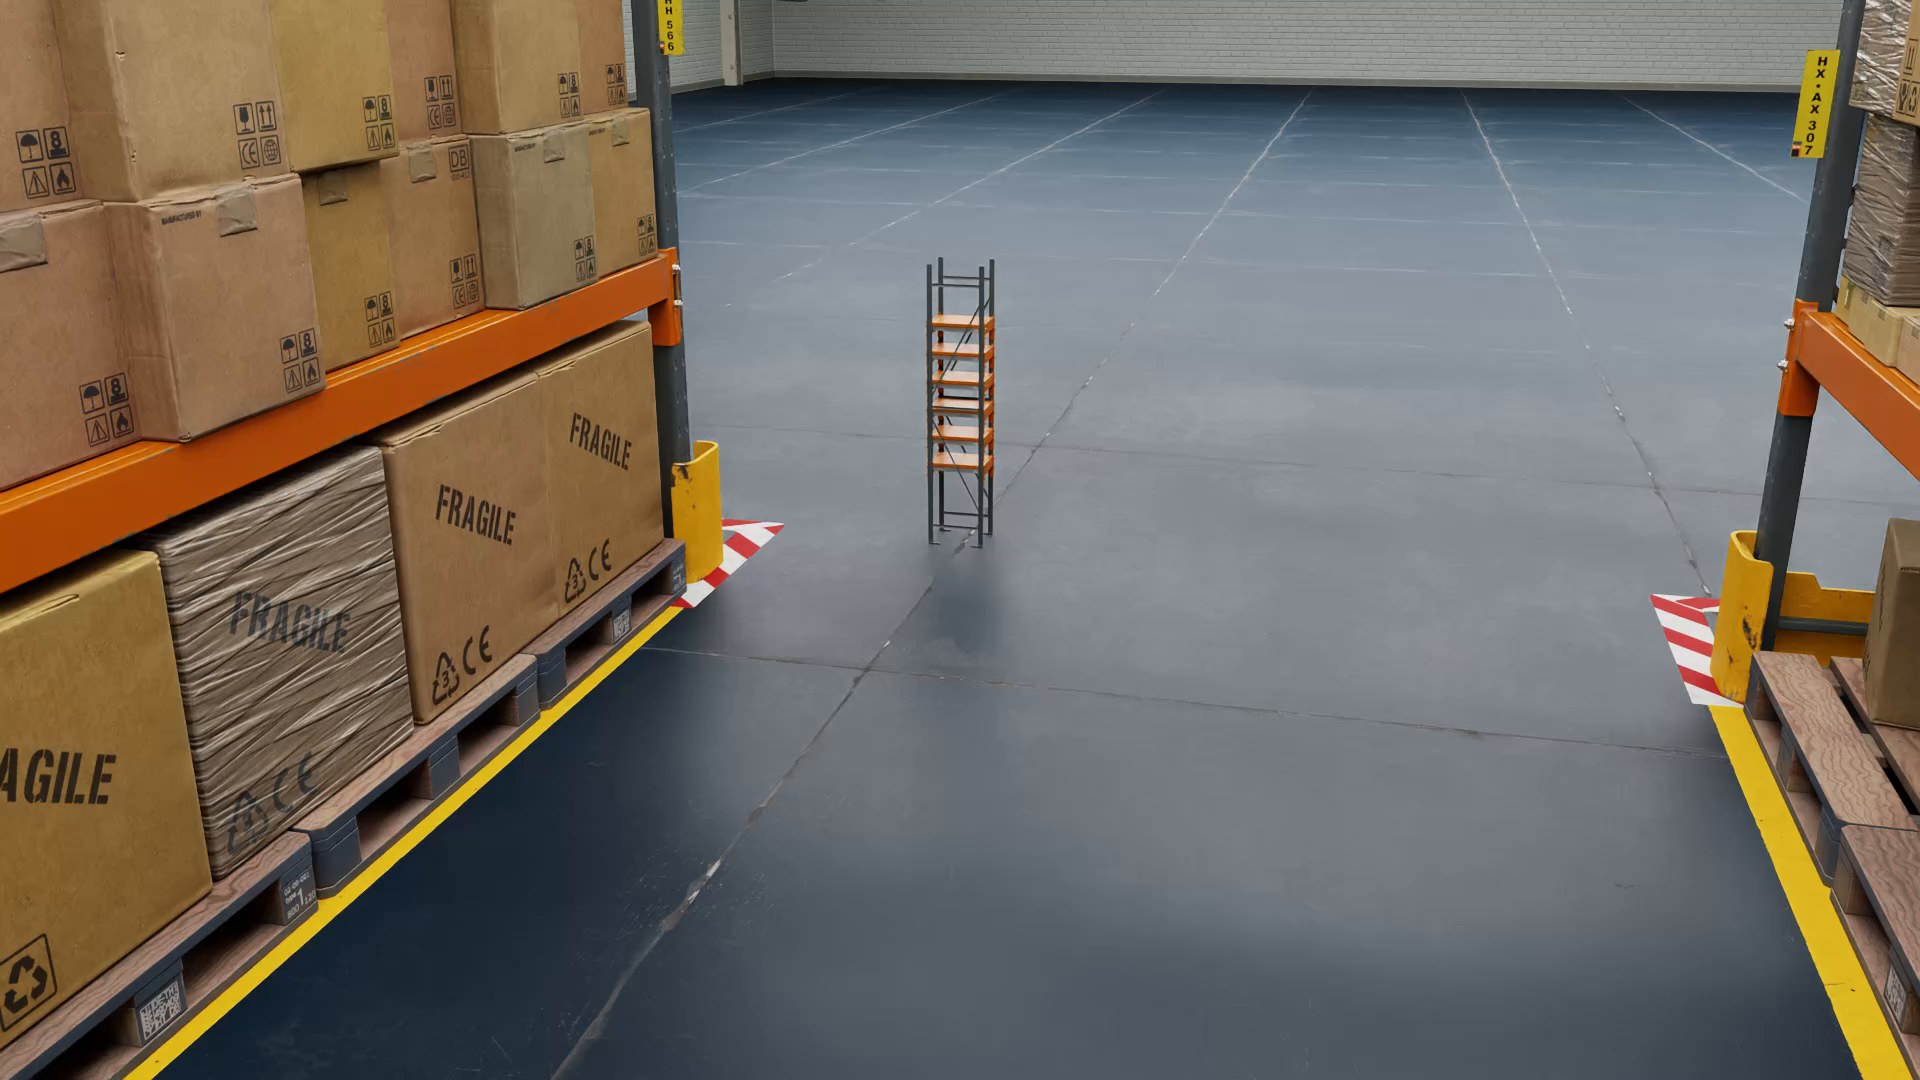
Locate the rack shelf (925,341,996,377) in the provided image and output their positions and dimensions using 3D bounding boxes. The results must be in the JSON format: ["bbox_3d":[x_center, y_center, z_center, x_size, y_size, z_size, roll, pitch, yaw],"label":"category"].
[{"bbox_3d":[0.004,-0.757,6.944,0.258,0.103,0.180,5,19,13],"label":"rack shelf"}]

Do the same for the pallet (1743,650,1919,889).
[{"bbox_3d":[2.948,0.688,4.848,1.003,0.211,1.213,5,19,13],"label":"pallet"}]

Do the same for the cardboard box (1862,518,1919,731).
[{"bbox_3d":[3.030,0.271,4.971,0.500,0.500,0.500,9,21,23],"label":"cardboard box"}]

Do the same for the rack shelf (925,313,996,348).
[{"bbox_3d":[0.004,-0.871,6.905,0.258,0.103,0.180,5,19,13],"label":"rack shelf"}]

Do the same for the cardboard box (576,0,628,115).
[{"bbox_3d":[-1.714,-1.800,5.914,0.875,0.550,0.550,5,19,13],"label":"cardboard box"}]

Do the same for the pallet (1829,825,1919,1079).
[{"bbox_3d":[2.647,1.069,3.732,1.003,0.211,1.213,5,19,13],"label":"pallet"}]

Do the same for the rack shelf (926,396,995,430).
[{"bbox_3d":[0.004,-0.530,7.021,0.258,0.103,0.180,5,19,13],"label":"rack shelf"}]

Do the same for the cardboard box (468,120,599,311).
[{"bbox_3d":[-1.746,-1.108,5.559,0.875,0.550,0.550,5,19,13],"label":"cardboard box"}]

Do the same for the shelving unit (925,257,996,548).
[{"bbox_3d":[0.004,-0.572,7.007,0.258,1.200,0.189,5,19,13],"label":"shelving unit"}]

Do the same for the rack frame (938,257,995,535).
[{"bbox_3d":[0.026,-0.601,7.091,0.240,1.200,0.006,5,19,13],"label":"rack frame"}]

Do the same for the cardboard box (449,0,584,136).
[{"bbox_3d":[-1.759,-1.620,5.388,0.875,0.550,0.550,5,19,13],"label":"cardboard box"}]

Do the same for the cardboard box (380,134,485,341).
[{"bbox_3d":[-2.005,-0.942,5.074,0.875,0.550,0.550,5,19,13],"label":"cardboard box"}]

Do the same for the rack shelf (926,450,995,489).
[{"bbox_3d":[0.004,-0.303,7.099,0.258,0.103,0.180,5,19,13],"label":"rack shelf"}]

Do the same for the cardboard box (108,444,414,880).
[{"bbox_3d":[-2.125,0.255,4.438,0.875,0.875,0.875,5,19,14],"label":"cardboard box"}]

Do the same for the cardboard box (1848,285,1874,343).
[{"bbox_3d":[2.818,-0.641,4.814,0.380,0.149,0.250,5,19,13],"label":"cardboard box"}]

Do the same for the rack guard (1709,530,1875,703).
[{"bbox_3d":[3.180,0.299,5.539,1.175,0.500,0.348,5,19,13],"label":"rack guard"}]

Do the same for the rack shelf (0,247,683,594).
[{"bbox_3d":[-2.075,-0.364,4.725,1.077,0.370,4.000,5,19,13],"label":"rack shelf"}]

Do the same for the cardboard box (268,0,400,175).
[{"bbox_3d":[-2.031,-1.279,4.389,0.875,0.550,0.500,5,19,13],"label":"cardboard box"}]

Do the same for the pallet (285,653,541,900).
[{"bbox_3d":[-2.006,0.627,5.027,1.003,0.211,1.213,5,19,13],"label":"pallet"}]

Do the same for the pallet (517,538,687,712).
[{"bbox_3d":[-1.706,0.245,6.143,1.003,0.211,1.213,5,19,13],"label":"pallet"}]

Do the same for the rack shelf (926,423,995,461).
[{"bbox_3d":[0.004,-0.417,7.060,0.258,0.103,0.180,5,19,13],"label":"rack shelf"}]

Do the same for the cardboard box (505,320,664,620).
[{"bbox_3d":[-1.688,-0.307,6.082,0.875,0.875,0.875,5,19,14],"label":"cardboard box"}]

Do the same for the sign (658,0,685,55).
[{"bbox_3d":[-1.063,-1.944,6.080,0.100,0.325,0.005,5,19,13],"label":"sign"}]

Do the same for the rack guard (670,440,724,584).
[{"bbox_3d":[-1.580,-0.156,6.870,1.175,0.500,0.348,5,19,13],"label":"rack guard"}]

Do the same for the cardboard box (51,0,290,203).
[{"bbox_3d":[-2.153,-1.112,3.901,0.875,0.550,0.550,5,19,13],"label":"cardboard box"}]

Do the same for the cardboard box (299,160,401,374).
[{"bbox_3d":[-2.094,-0.773,4.578,0.875,0.550,0.500,5,19,13],"label":"cardboard box"}]

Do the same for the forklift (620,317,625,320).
[{"bbox_3d":[-3.193,-1.818,7.976,3.031,2.935,1.130,7,20,19],"label":"forklift"}]

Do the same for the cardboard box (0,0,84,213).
[{"bbox_3d":[-2.418,-0.954,3.437,0.875,0.550,0.550,5,19,13],"label":"cardboard box"}]

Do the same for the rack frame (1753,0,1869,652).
[{"bbox_3d":[3.199,-0.908,5.204,1.000,3.000,0.127,5,19,13],"label":"rack frame"}]

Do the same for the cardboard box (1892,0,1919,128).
[{"bbox_3d":[2.671,-1.262,4.080,0.500,0.500,0.500,5,19,13],"label":"cardboard box"}]

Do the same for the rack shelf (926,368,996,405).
[{"bbox_3d":[0.004,-0.644,6.982,0.258,0.103,0.180,5,19,13],"label":"rack shelf"}]

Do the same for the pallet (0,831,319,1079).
[{"bbox_3d":[-2.302,1.010,3.904,1.003,0.211,1.213,5,19,13],"label":"pallet"}]

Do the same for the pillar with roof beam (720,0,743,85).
[{"bbox_3d":[-0.765,-13.836,33.774,9.100,9.000,0.400,5,19,13],"label":"pillar with roof beam"}]

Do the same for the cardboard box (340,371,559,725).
[{"bbox_3d":[-1.901,-0.031,5.274,0.875,0.875,0.875,4,19,13],"label":"cardboard box"}]

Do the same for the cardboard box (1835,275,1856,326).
[{"bbox_3d":[2.898,-0.718,5.039,0.380,0.149,0.250,5,19,13],"label":"cardboard box"}]

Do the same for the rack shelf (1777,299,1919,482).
[{"bbox_3d":[2.710,0.060,3.485,1.077,0.370,4.000,5,19,13],"label":"rack shelf"}]

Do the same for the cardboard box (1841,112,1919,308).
[{"bbox_3d":[3.038,-0.926,4.642,0.875,0.500,0.500,5,19,13],"label":"cardboard box"}]

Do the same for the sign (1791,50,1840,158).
[{"bbox_3d":[2.673,-1.360,5.190,0.100,0.325,0.005,5,19,13],"label":"sign"}]

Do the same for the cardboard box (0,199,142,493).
[{"bbox_3d":[-2.372,-0.439,3.600,0.875,0.550,0.550,5,19,13],"label":"cardboard box"}]

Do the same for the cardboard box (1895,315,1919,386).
[{"bbox_3d":[2.702,-0.484,4.353,0.380,0.149,0.250,5,19,13],"label":"cardboard box"}]

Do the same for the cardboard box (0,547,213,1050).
[{"bbox_3d":[-2.342,0.538,3.610,0.875,0.875,0.875,5,19,14],"label":"cardboard box"}]

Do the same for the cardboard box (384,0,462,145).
[{"bbox_3d":[-2.028,-1.455,4.905,0.875,0.550,0.550,5,19,13],"label":"cardboard box"}]

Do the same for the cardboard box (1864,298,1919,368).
[{"bbox_3d":[2.743,-0.564,4.588,0.380,0.149,0.250,5,19,13],"label":"cardboard box"}]

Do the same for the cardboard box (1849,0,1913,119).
[{"bbox_3d":[2.800,-1.418,4.537,0.500,0.500,0.500,5,19,13],"label":"cardboard box"}]

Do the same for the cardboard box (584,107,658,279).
[{"bbox_3d":[-1.633,-1.282,6.069,0.875,0.550,0.550,5,19,13],"label":"cardboard box"}]

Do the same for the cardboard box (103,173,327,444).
[{"bbox_3d":[-2.126,-0.599,4.069,0.875,0.550,0.550,5,19,13],"label":"cardboard box"}]

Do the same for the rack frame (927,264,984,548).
[{"bbox_3d":[-0.019,-0.544,6.923,0.240,1.200,0.006,5,19,13],"label":"rack frame"}]

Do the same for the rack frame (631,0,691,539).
[{"bbox_3d":[-1.586,-1.331,6.444,1.000,3.000,0.127,5,19,13],"label":"rack frame"}]
